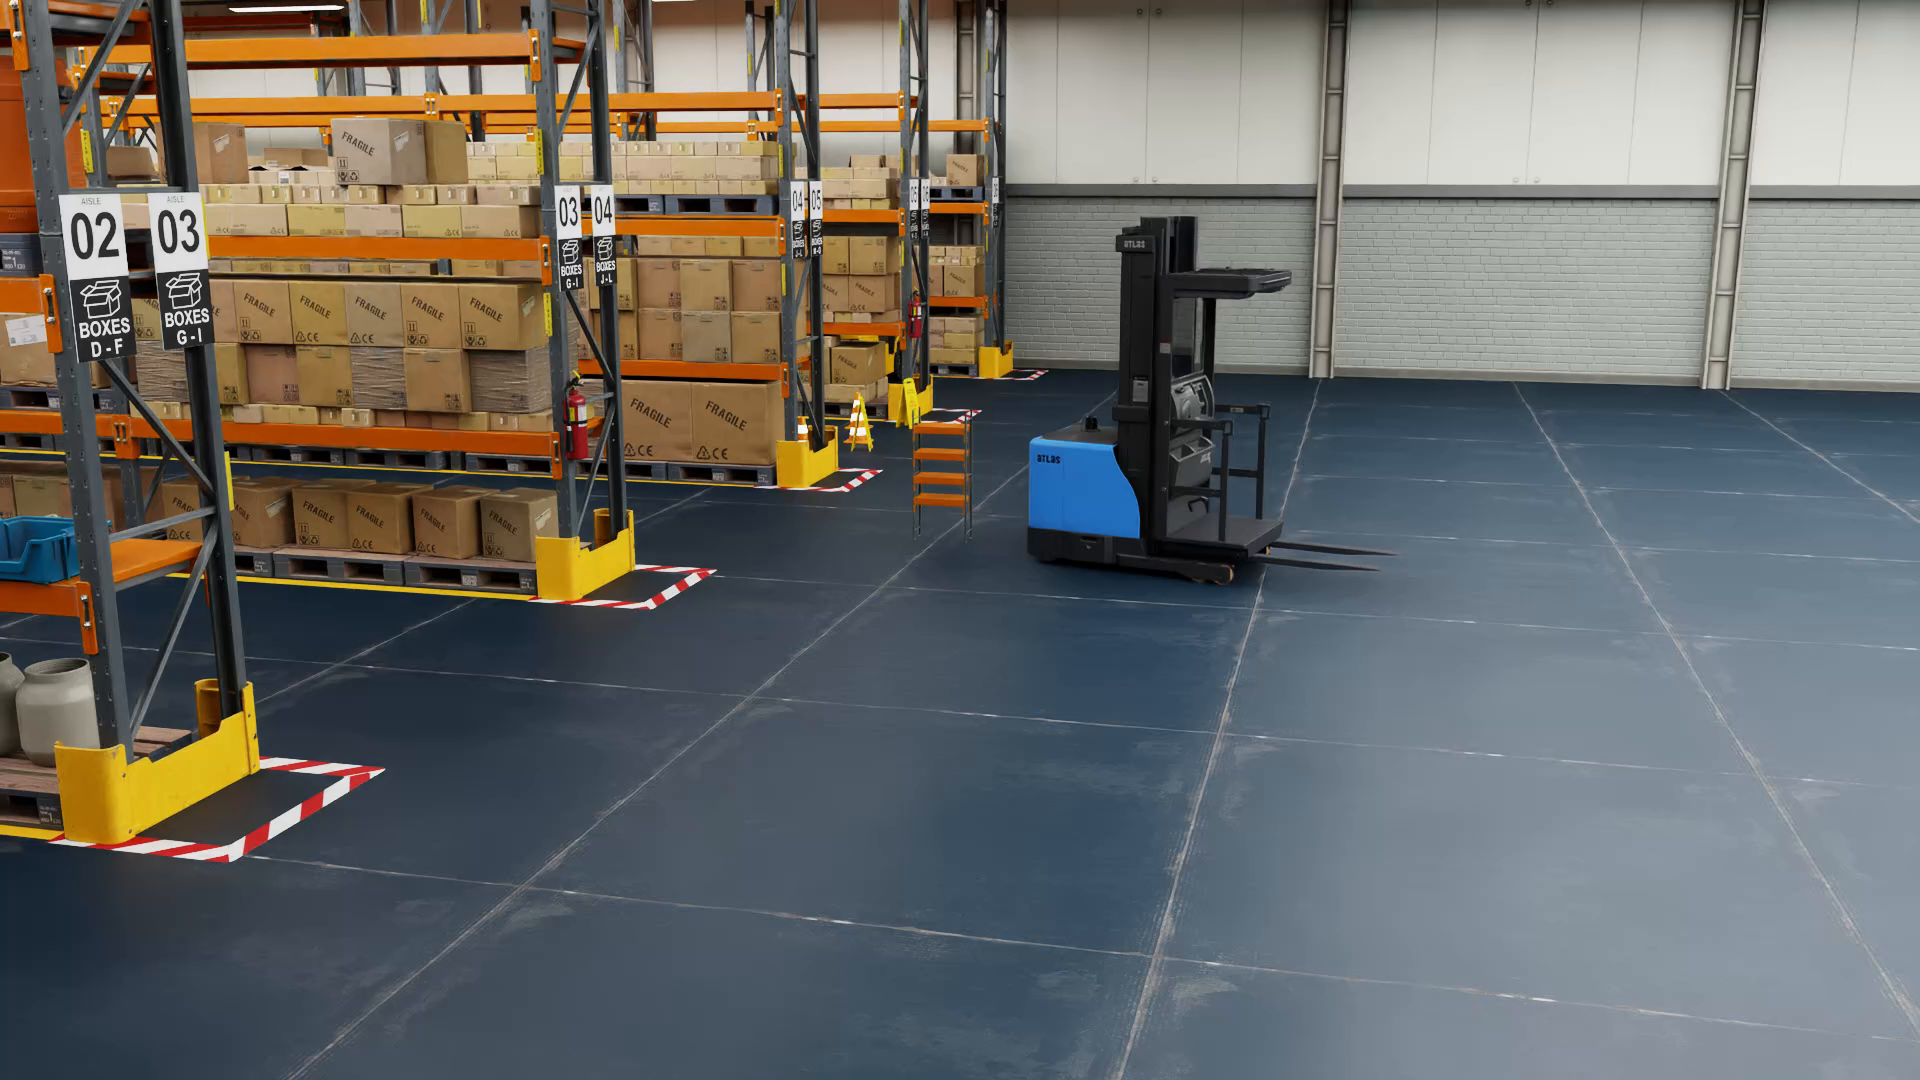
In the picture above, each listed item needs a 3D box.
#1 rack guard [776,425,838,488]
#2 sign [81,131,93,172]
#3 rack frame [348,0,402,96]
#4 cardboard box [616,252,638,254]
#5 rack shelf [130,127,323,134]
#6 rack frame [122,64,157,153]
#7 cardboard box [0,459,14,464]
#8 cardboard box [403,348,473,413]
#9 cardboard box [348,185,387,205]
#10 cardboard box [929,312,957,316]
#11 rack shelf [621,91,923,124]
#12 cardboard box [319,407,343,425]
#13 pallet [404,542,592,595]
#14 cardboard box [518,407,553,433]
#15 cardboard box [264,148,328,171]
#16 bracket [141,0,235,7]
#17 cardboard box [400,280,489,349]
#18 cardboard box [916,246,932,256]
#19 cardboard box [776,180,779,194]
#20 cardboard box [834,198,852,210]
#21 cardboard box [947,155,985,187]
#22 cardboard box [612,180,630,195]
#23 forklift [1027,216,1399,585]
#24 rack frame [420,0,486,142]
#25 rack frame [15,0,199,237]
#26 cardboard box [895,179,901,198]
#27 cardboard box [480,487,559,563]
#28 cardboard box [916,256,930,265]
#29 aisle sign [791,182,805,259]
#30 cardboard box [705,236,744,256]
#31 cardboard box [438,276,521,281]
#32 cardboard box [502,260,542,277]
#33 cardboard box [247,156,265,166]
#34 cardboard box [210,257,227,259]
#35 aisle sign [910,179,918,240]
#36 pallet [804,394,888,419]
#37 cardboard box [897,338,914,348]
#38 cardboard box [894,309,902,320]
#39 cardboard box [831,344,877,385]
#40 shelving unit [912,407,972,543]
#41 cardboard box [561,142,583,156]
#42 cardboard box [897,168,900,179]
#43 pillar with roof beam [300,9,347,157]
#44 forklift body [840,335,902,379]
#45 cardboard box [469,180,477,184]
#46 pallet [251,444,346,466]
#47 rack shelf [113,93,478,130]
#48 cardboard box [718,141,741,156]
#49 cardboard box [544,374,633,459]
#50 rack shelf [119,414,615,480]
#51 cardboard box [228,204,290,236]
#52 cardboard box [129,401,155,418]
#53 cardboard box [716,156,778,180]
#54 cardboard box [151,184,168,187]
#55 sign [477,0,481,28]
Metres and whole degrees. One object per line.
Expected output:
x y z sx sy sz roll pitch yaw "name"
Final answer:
-1.670 -0.926 18.268 0.348 0.500 1.175 3 13 14 "rack guard"
-6.993 -3.109 13.310 0.005 0.325 0.100 3 13 14 "sign"
-8.373 -6.537 23.940 0.127 3.000 1.000 3 13 14 "rack frame"
-4.876 -3.885 23.947 0.500 0.500 0.500 3 13 15 "cardboard box"
-13.012 -7.540 30.127 4.000 0.370 1.077 3 13 14 "rack shelf"
-14.954 -7.997 30.517 0.127 3.000 1.000 3 13 14 "rack frame"
-8.998 -0.434 15.038 0.500 0.500 0.700 4 13 18 "cardboard box"
-4.022 -1.339 13.440 0.500 0.500 0.875 3 13 14 "cardboard box"
-4.586 -2.713 13.054 0.250 0.149 0.380 2 13 11 "cardboard box"
-0.327 -3.678 27.973 0.500 0.250 0.500 3 13 14 "cardboard box"
-2.547 -5.873 22.615 4.000 0.370 1.077 3 13 14 "rack shelf"
-5.014 -1.042 13.599 0.250 0.149 0.380 3 13 14 "cardboard box"
-3.834 0.198 13.869 1.213 0.211 1.003 3 13 14 "pallet"
-3.306 -0.958 13.224 0.250 0.149 0.380 3 13 14 "cardboard box"
-7.706 -4.298 19.341 0.500 0.500 0.500 3 13 14 "cardboard box"
-14.520 -9.852 30.571 4.783 0.066 0.076 3 13 14 "bracket"
-4.060 -1.793 13.180 0.500 0.500 0.500 3 13 14 "cardboard box"
-0.550 -4.765 27.387 0.250 0.149 0.380 3 13 14 "cardboard box"
-1.950 -3.828 18.033 0.250 0.149 0.380 3 13 14 "cardboard box"
-1.518 -4.522 22.361 0.250 0.149 0.380 3 13 15 "cardboard box"
0.092 -5.976 26.904 0.500 0.500 0.500 3 13 15 "cardboard box"
-3.578 -3.768 17.763 0.250 0.149 0.380 3 13 14 "cardboard box"
2.129 -1.192 13.858 3.031 2.935 1.130 6 14 27 "forklift"
-5.577 -5.284 18.289 0.127 3.000 1.000 3 13 14 "rack frame"
-4.167 -2.997 7.981 0.127 3.000 1.000 3 13 14 "rack frame"
-1.030 -4.812 22.748 0.500 0.250 0.500 3 13 13 "cardboard box"
-3.582 -0.130 13.713 0.500 0.500 0.500 6 14 24 "cardboard box"
-0.554 -4.611 27.377 0.250 0.149 0.380 3 13 13 "cardboard box"
-1.697 -3.350 17.420 0.004 0.787 0.394 3 13 14 "aisle sign"
-3.142 -3.952 22.911 0.500 0.500 0.700 3 13 12 "cardboard box"
-3.932 -1.905 13.685 0.500 0.500 0.500 3 13 14 "cardboard box"
-4.665 -2.925 18.668 0.550 0.550 0.875 3 13 14 "cardboard box"
-10.153 -5.357 24.346 0.500 0.500 0.500 3 13 14 "cardboard box"
-9.027 -3.074 19.641 0.500 0.500 0.700 3 13 13 "cardboard box"
-0.615 -4.398 22.147 0.004 0.787 0.394 3 13 14 "aisle sign"
-1.460 -1.886 23.262 1.213 0.211 1.003 3 13 14 "pallet"
-0.958 -3.354 27.668 0.500 0.250 0.500 3 13 12 "cardboard box"
-0.886 -3.132 23.021 0.250 0.149 0.380 3 13 14 "cardboard box"
-1.446 -2.409 22.830 0.500 0.500 0.500 3 13 14 "cardboard box"
-0.161 -0.594 15.159 0.503 1.200 0.258 3 13 14 "shelving unit"
-4.069 -4.184 17.794 0.250 0.149 0.380 3 13 13 "cardboard box"
-0.902 -4.986 22.611 0.250 0.149 0.380 3 13 13 "cardboard box"
-12.562 -7.109 26.518 0.548 9.000 9.100 3 13 14 "pillar with roof beam"
-1.698 -3.538 26.230 1.214 2.155 2.313 3 13 14 "forklift body"
-5.305 -3.860 18.177 0.250 0.149 0.380 3 13 13 "cardboard box"
-7.532 -1.081 19.633 1.213 0.211 1.003 3 13 14 "pallet"
-7.519 -4.841 18.878 4.000 0.370 1.077 3 13 14 "rack shelf"
-2.344 -4.091 17.379 0.250 0.149 0.380 3 13 14 "cardboard box"
-4.107 -1.429 18.702 0.875 0.875 0.875 3 13 14 "cardboard box"
-4.922 -0.862 13.871 4.000 0.370 1.077 3 13 14 "rack shelf"
-5.493 -2.577 13.359 0.500 0.250 0.500 3 13 11 "cardboard box"
-6.727 -1.120 13.953 0.250 0.149 0.380 3 13 14 "cardboard box"
-2.236 -3.904 17.455 0.500 0.250 0.500 3 13 14 "cardboard box"
-6.347 -2.822 13.543 0.250 0.149 0.380 2 13 11 "cardboard box"
-5.420 -5.932 18.691 0.005 0.325 0.100 3 13 14 "sign"
